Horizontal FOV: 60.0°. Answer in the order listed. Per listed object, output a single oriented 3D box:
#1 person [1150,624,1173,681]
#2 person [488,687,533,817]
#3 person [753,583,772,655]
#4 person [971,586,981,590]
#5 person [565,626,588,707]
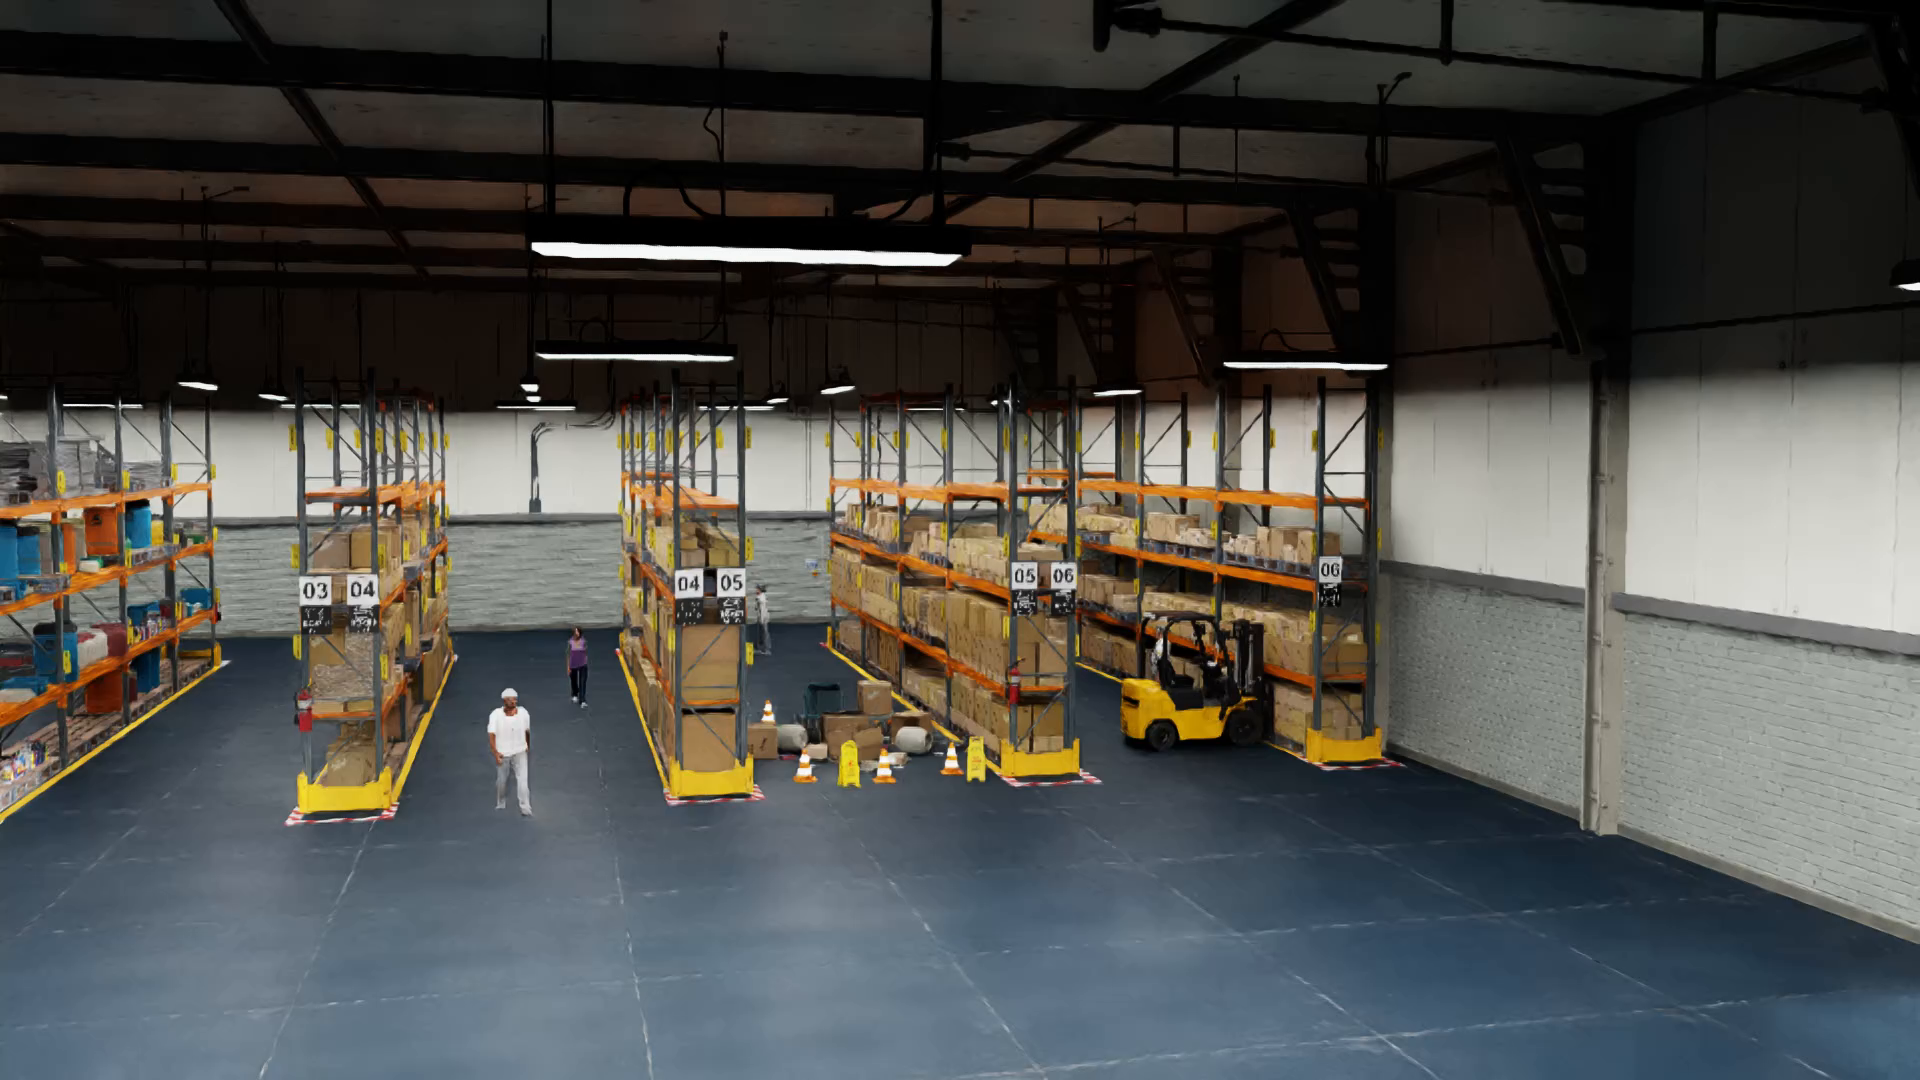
[{"bbox_3d":[3.525,2.367,29.315,0.555,1.754,0.623,1,3,12],"label":"person"},{"bbox_3d":[-6.006,2.815,22.192,0.571,1.708,1.033,-1,4,-22],"label":"person"},{"bbox_3d":[-4.667,1.829,38.896,0.492,1.676,0.645,-1,3,-13],"label":"person"},{"bbox_3d":[0.591,1.433,45.191,0.573,1.716,1.103,0,3,-5],"label":"person"},{"bbox_3d":[-7.217,2.360,31.323,0.417,1.517,1.037,-1,3,-12],"label":"person"}]
